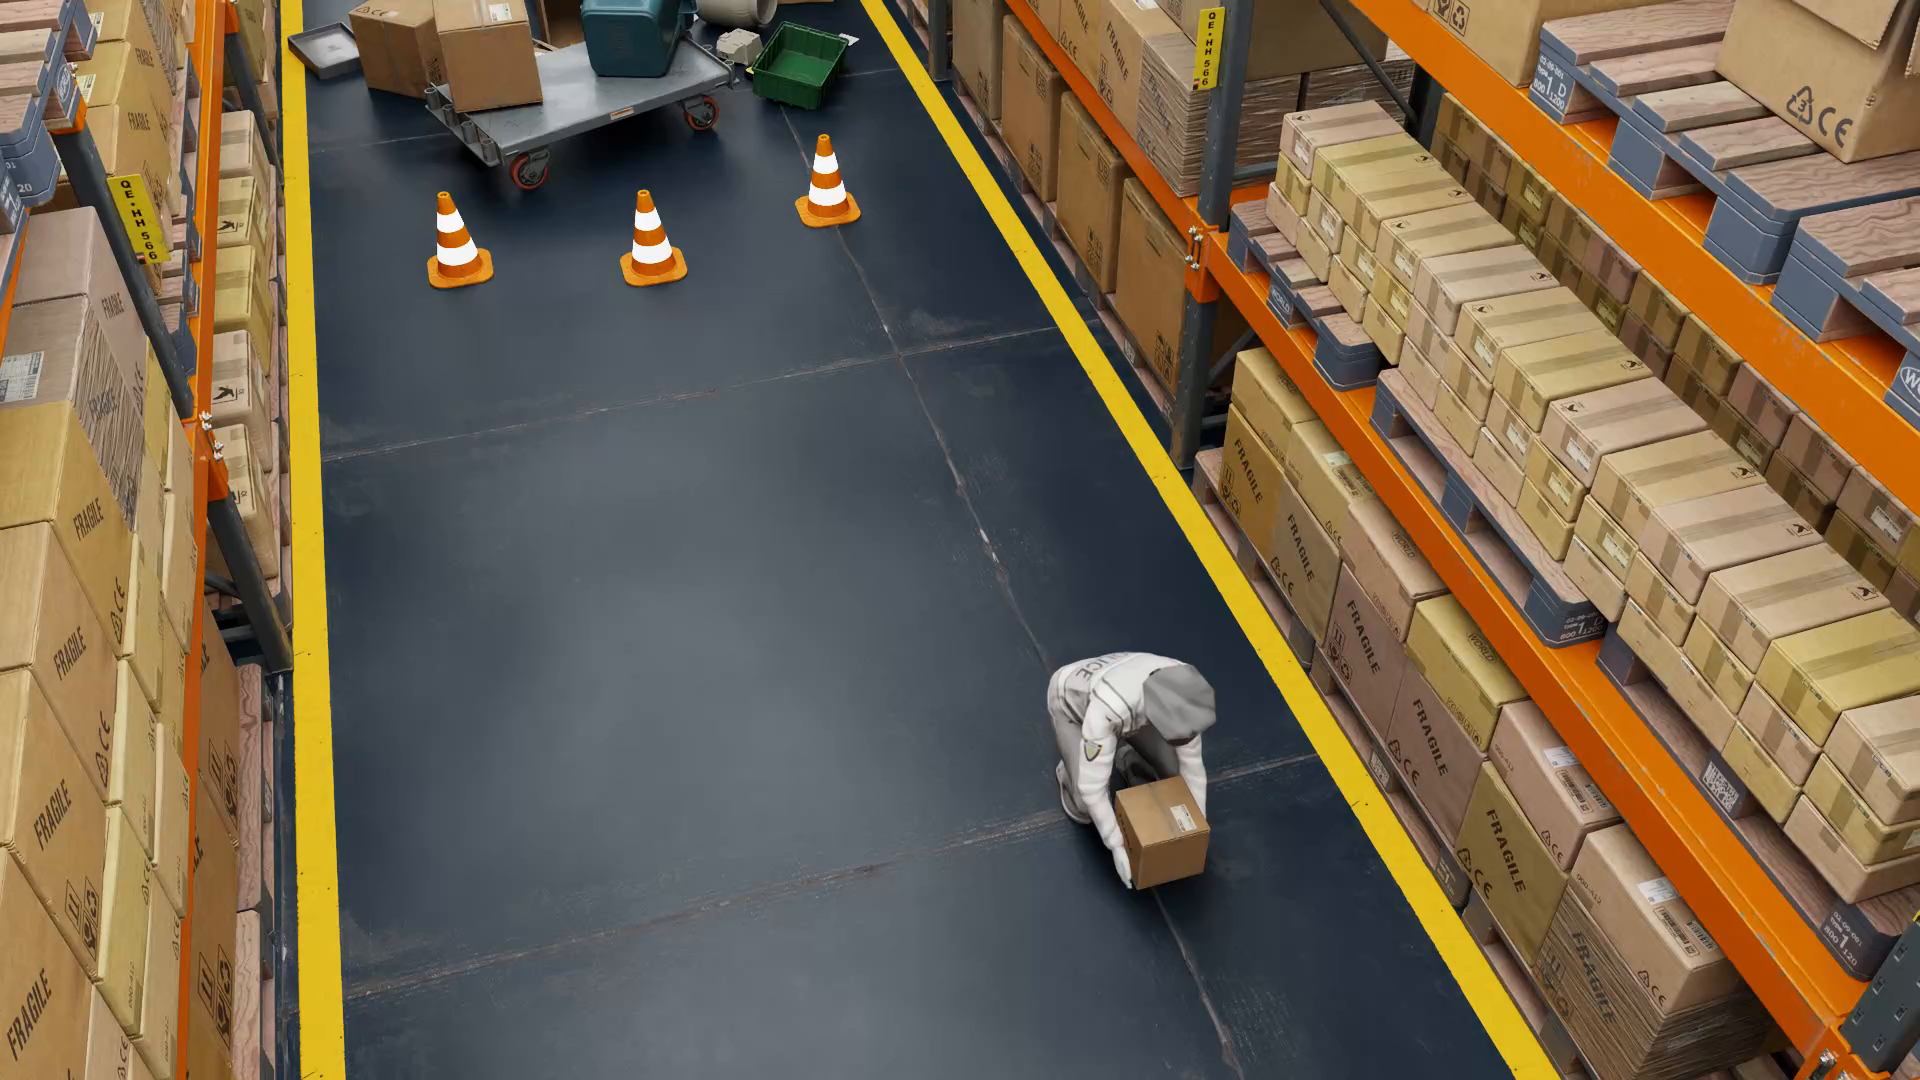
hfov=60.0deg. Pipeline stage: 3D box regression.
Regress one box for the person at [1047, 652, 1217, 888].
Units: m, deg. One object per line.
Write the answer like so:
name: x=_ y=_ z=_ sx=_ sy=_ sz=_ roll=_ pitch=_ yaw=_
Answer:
person: x=0.601 y=0.699 z=5.925 sx=0.491 sy=0.969 sz=0.828 roll=-12 pitch=44 yaw=-13
